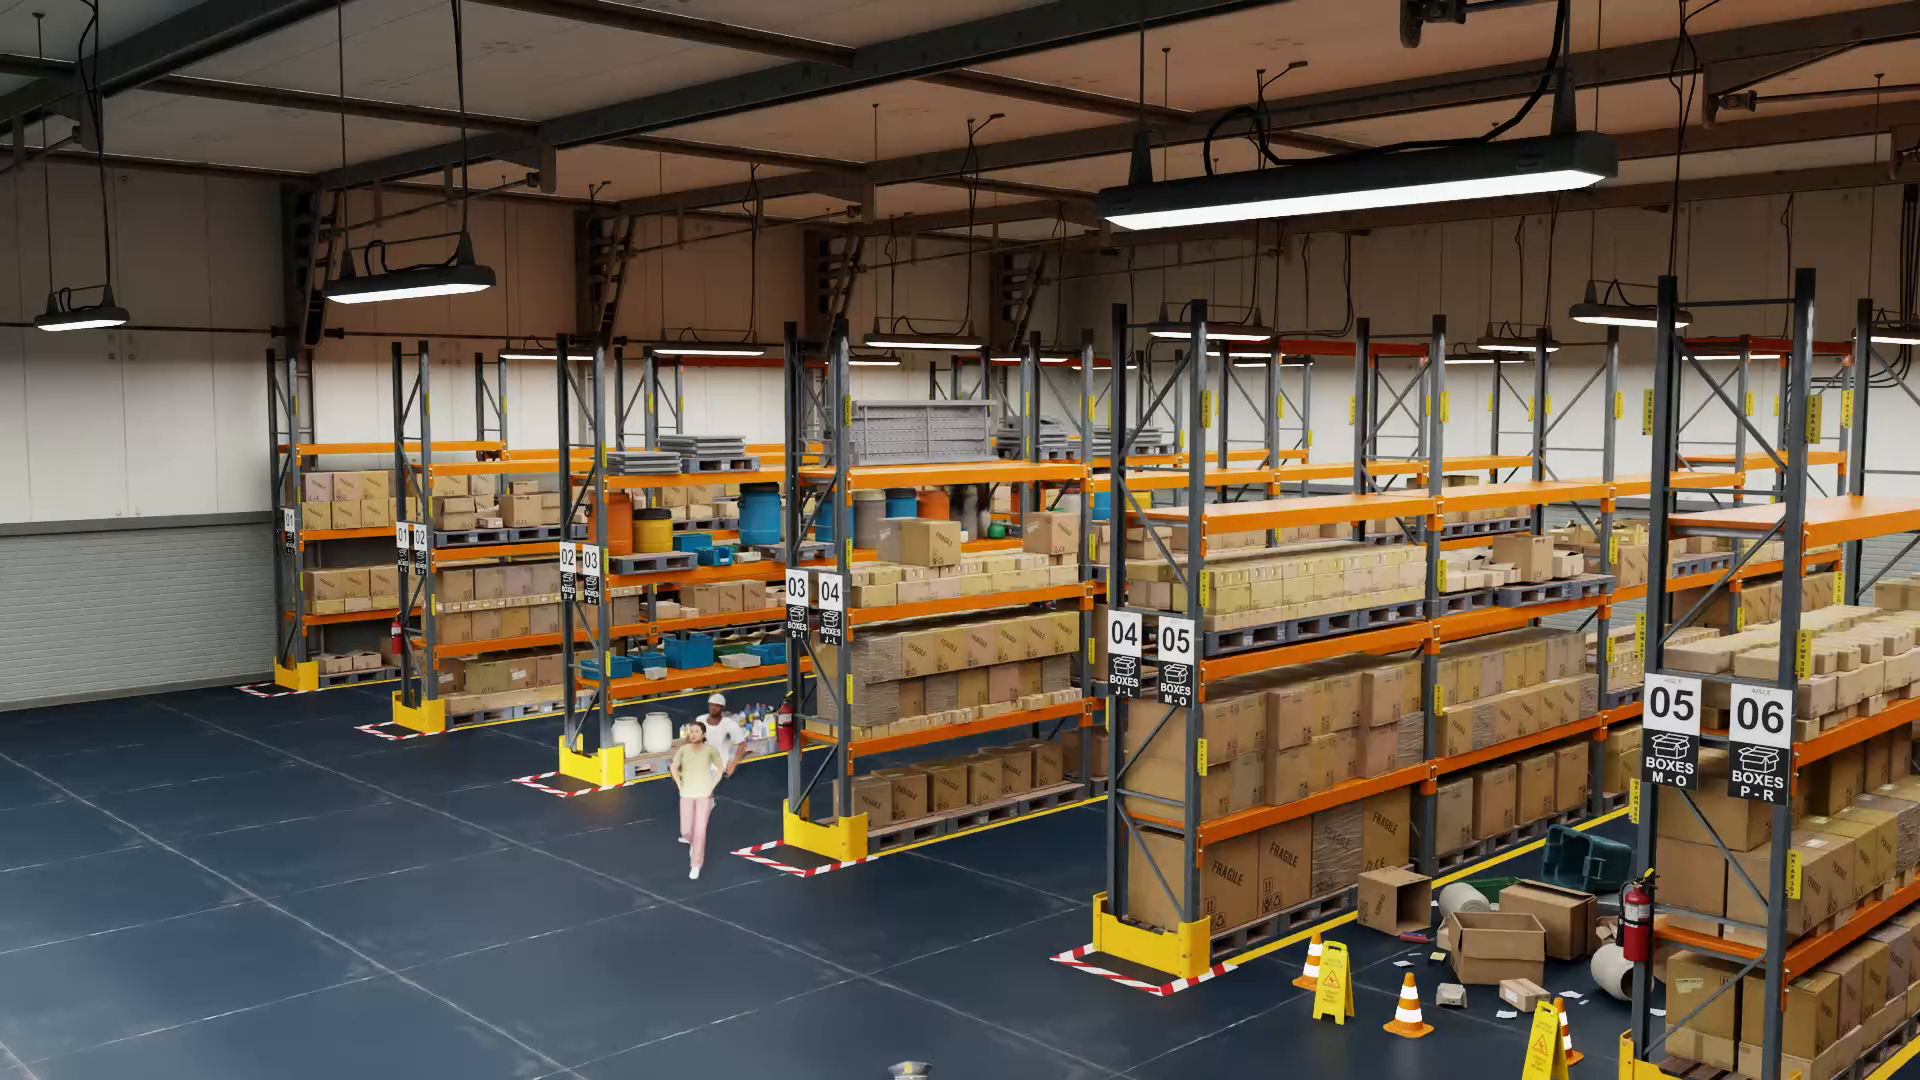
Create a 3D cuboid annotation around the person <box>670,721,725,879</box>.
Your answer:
[{"bbox_3d":[-2.866,2.797,18.115,0.591,1.640,0.706,0,5,2],"label":"person"}]

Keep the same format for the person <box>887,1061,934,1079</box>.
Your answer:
[{"bbox_3d":[-0.245,3.568,8.886,0.594,1.710,0.752,1,5,6],"label":"person"}]

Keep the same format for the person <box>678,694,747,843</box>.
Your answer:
[{"bbox_3d":[-2.893,2.636,19.399,0.757,1.710,0.782,2,5,20],"label":"person"}]
